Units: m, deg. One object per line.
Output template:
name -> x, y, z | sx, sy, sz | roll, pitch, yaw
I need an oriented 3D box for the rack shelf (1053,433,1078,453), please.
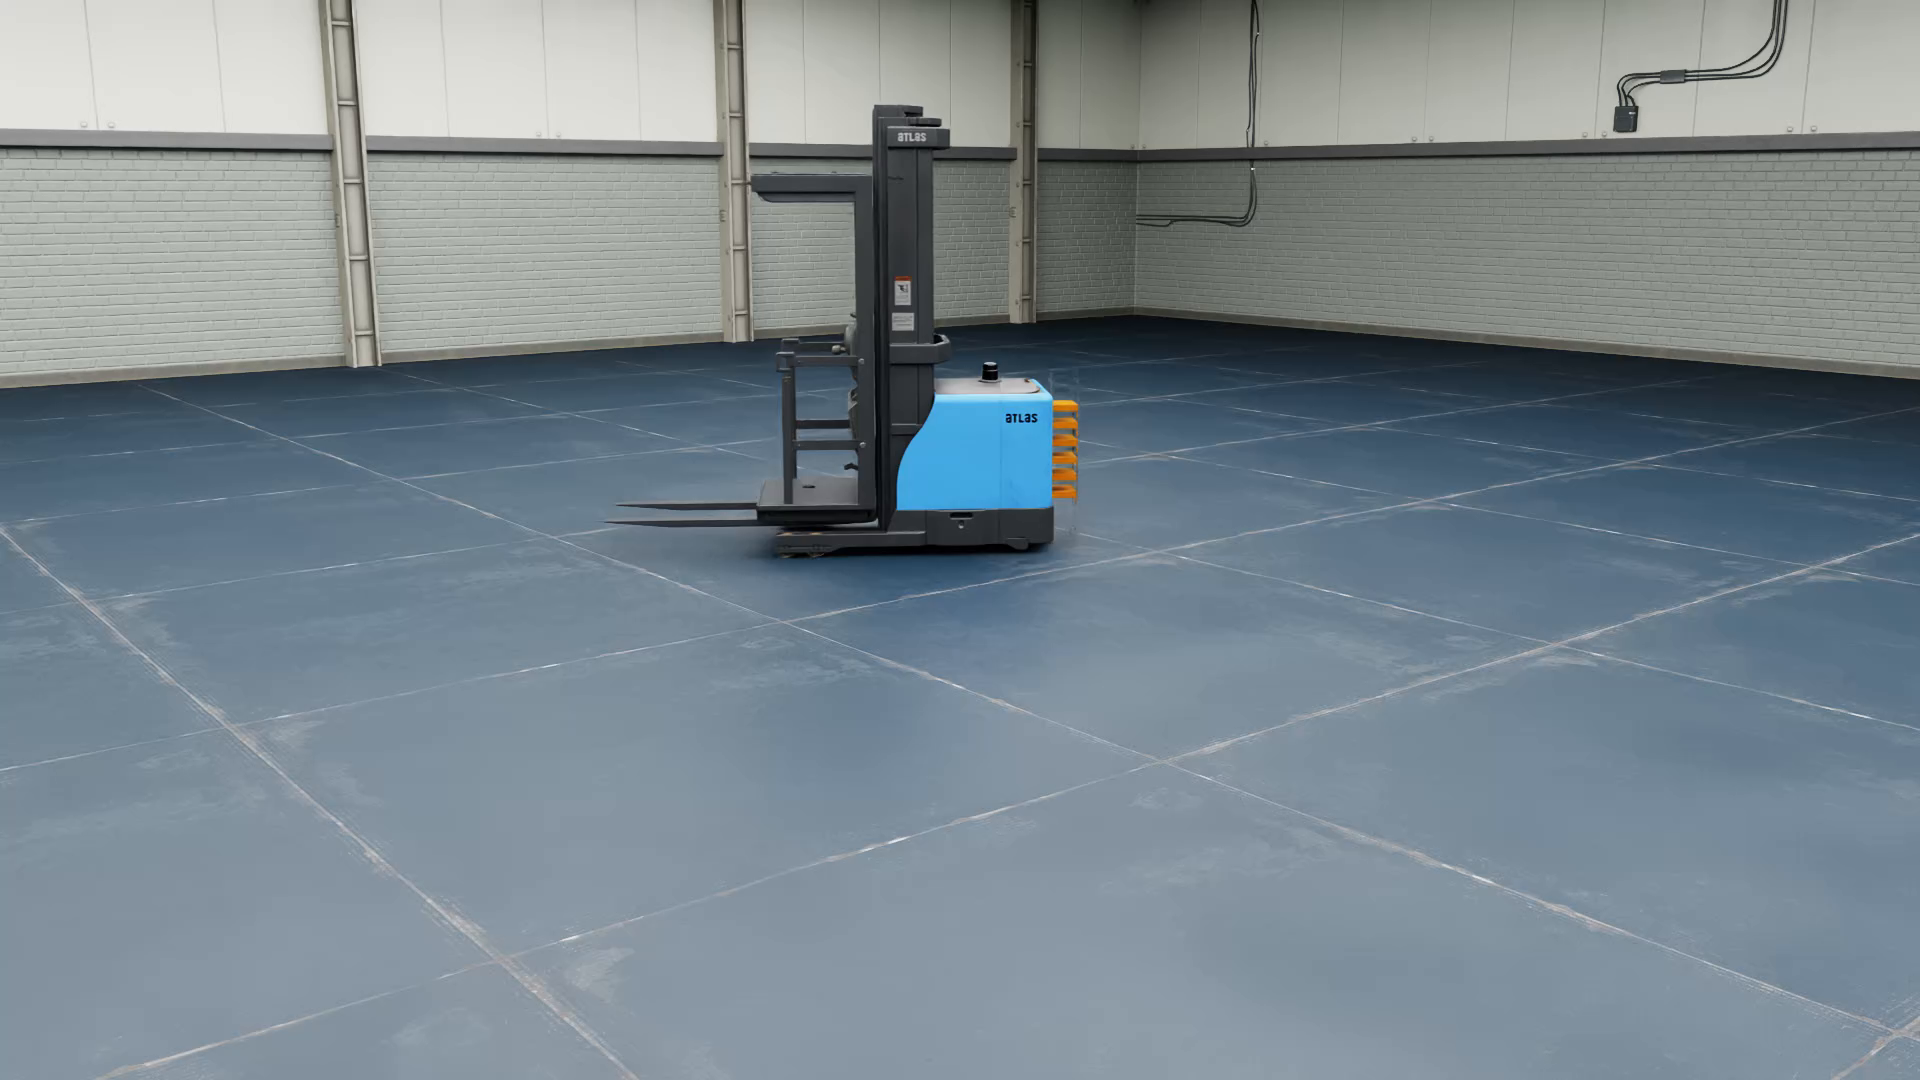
rack shelf -> 0.708, -0.669, 11.526 | 0.180, 0.103, 0.258 | -1, 12, -4

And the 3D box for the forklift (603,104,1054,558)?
forklift -> -0.906, -1.429, 11.304 | 3.031, 2.935, 1.130 | -1, 12, -4

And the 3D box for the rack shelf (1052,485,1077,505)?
rack shelf -> 0.708, -0.317, 11.601 | 0.180, 0.103, 0.258 | -1, 12, -4

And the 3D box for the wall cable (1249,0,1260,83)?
wall cable -> 5.954, -9.047, 27.887 | 0.112, 2.526, 3.097 | -9, 15, -38

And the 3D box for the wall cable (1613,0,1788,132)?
wall cable -> 10.182, -8.656, 22.541 | 0.169, 6.003, 2.305 | -9, 15, -38

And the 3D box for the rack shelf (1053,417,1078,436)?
rack shelf -> 0.708, -0.786, 11.501 | 0.180, 0.103, 0.258 | -1, 12, -4

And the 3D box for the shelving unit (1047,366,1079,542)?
shelving unit -> 0.708, -0.595, 11.542 | 0.189, 1.200, 0.258 | -1, 12, -4

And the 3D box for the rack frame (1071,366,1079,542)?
rack frame -> 0.800, -0.596, 11.548 | 0.006, 1.200, 0.240 | -1, 12, -4

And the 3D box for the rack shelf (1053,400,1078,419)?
rack shelf -> 0.708, -0.904, 11.476 | 0.180, 0.103, 0.258 | -1, 12, -4

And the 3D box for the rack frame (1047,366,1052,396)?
rack frame -> 0.617, -0.594, 11.536 | 0.006, 1.200, 0.240 | -1, 12, -4

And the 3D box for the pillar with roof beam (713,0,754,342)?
pillar with roof beam -> -0.858, -6.890, 22.411 | 0.400, 9.000, 9.100 | -9, 15, -38

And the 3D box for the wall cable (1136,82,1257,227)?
wall cable -> 4.264, -7.015, 30.478 | 0.112, 2.526, 3.097 | -9, 15, -38

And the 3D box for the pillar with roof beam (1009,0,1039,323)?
pillar with roof beam -> 3.827, -7.668, 26.077 | 0.400, 9.000, 9.100 | -9, 15, -38

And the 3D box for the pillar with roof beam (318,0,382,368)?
pillar with roof beam -> -5.543, -6.111, 18.744 | 0.400, 9.000, 9.100 | -9, 15, -38

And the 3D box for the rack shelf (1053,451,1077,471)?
rack shelf -> 0.708, -0.551, 11.551 | 0.180, 0.103, 0.258 | -1, 12, -4

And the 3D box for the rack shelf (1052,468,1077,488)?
rack shelf -> 0.708, -0.434, 11.576 | 0.180, 0.103, 0.258 | -1, 12, -4
